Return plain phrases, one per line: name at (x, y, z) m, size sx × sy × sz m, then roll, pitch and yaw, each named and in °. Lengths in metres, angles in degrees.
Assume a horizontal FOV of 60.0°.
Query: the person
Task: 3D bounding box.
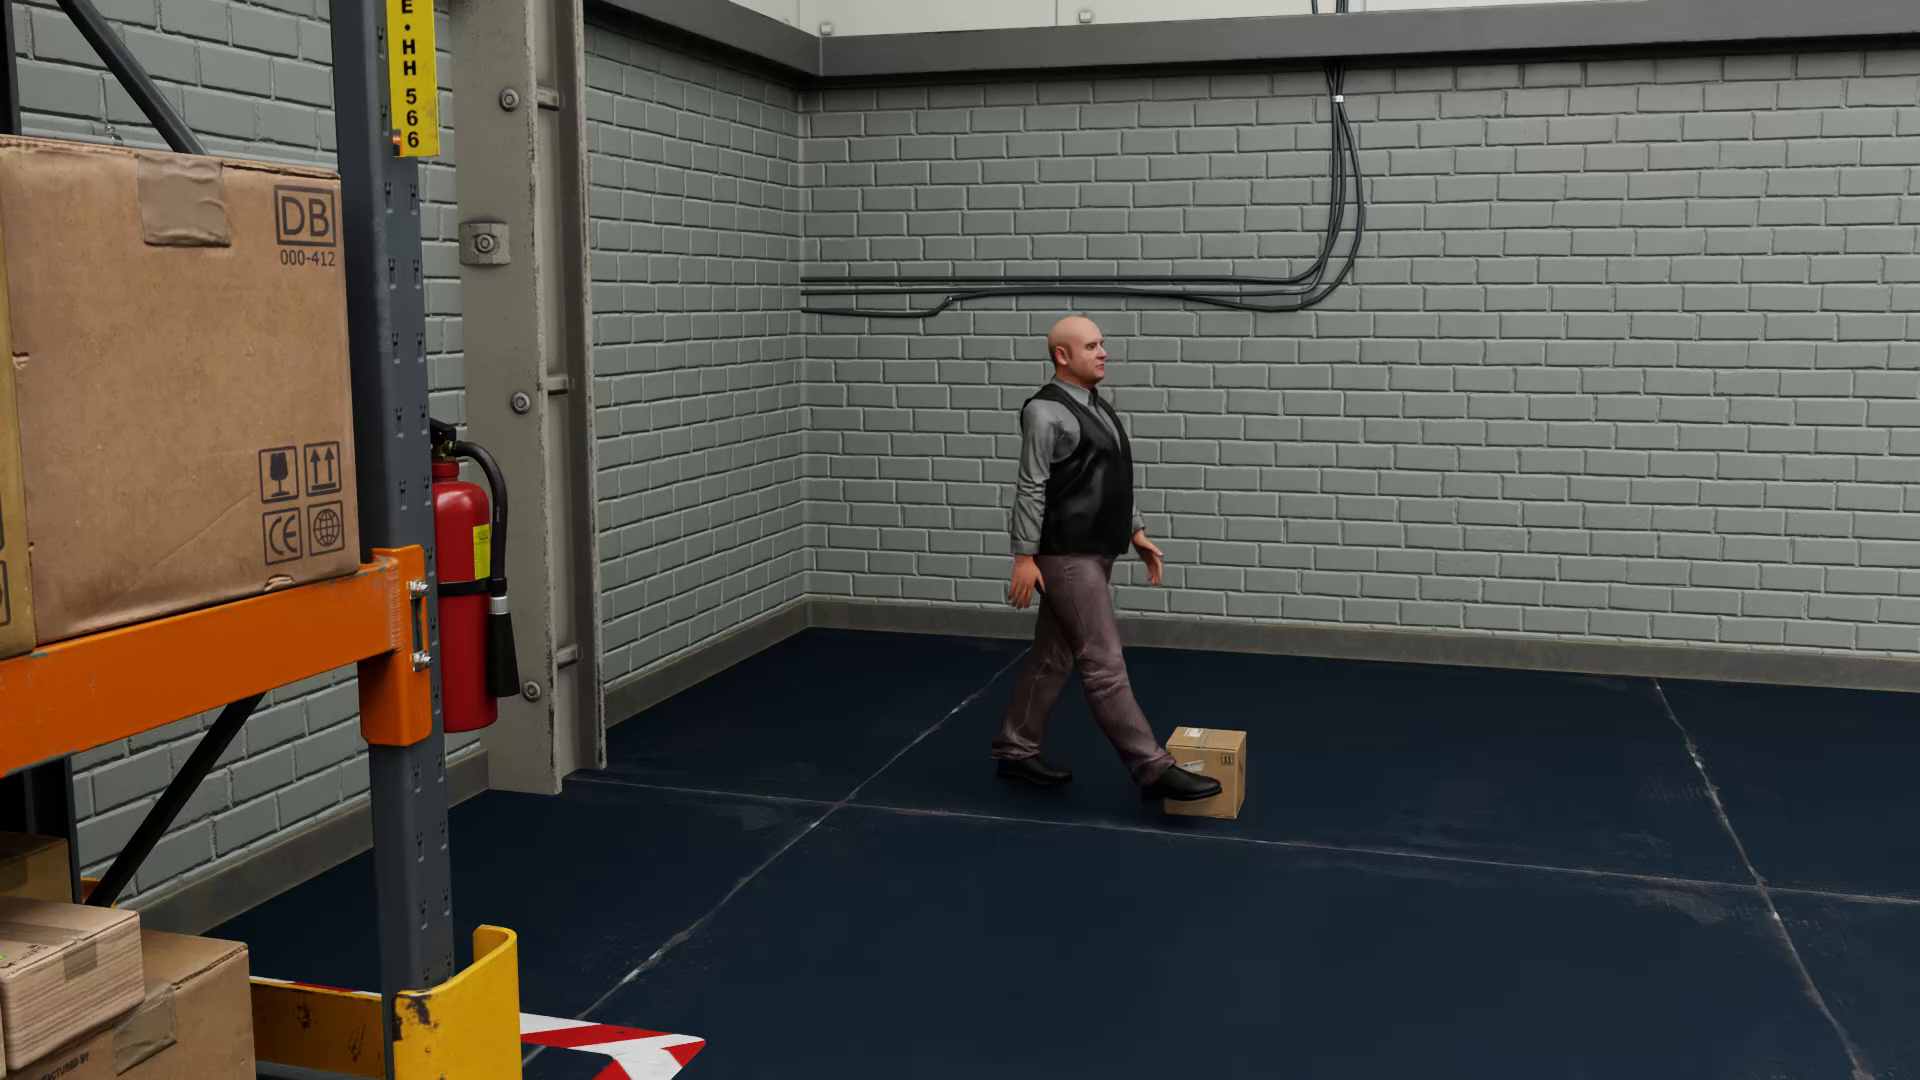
person at (0.536, 0.066, 5.860) m, size 0.920 × 1.690 × 0.549 m, roll 4°, pitch 9°, yaw 23°
